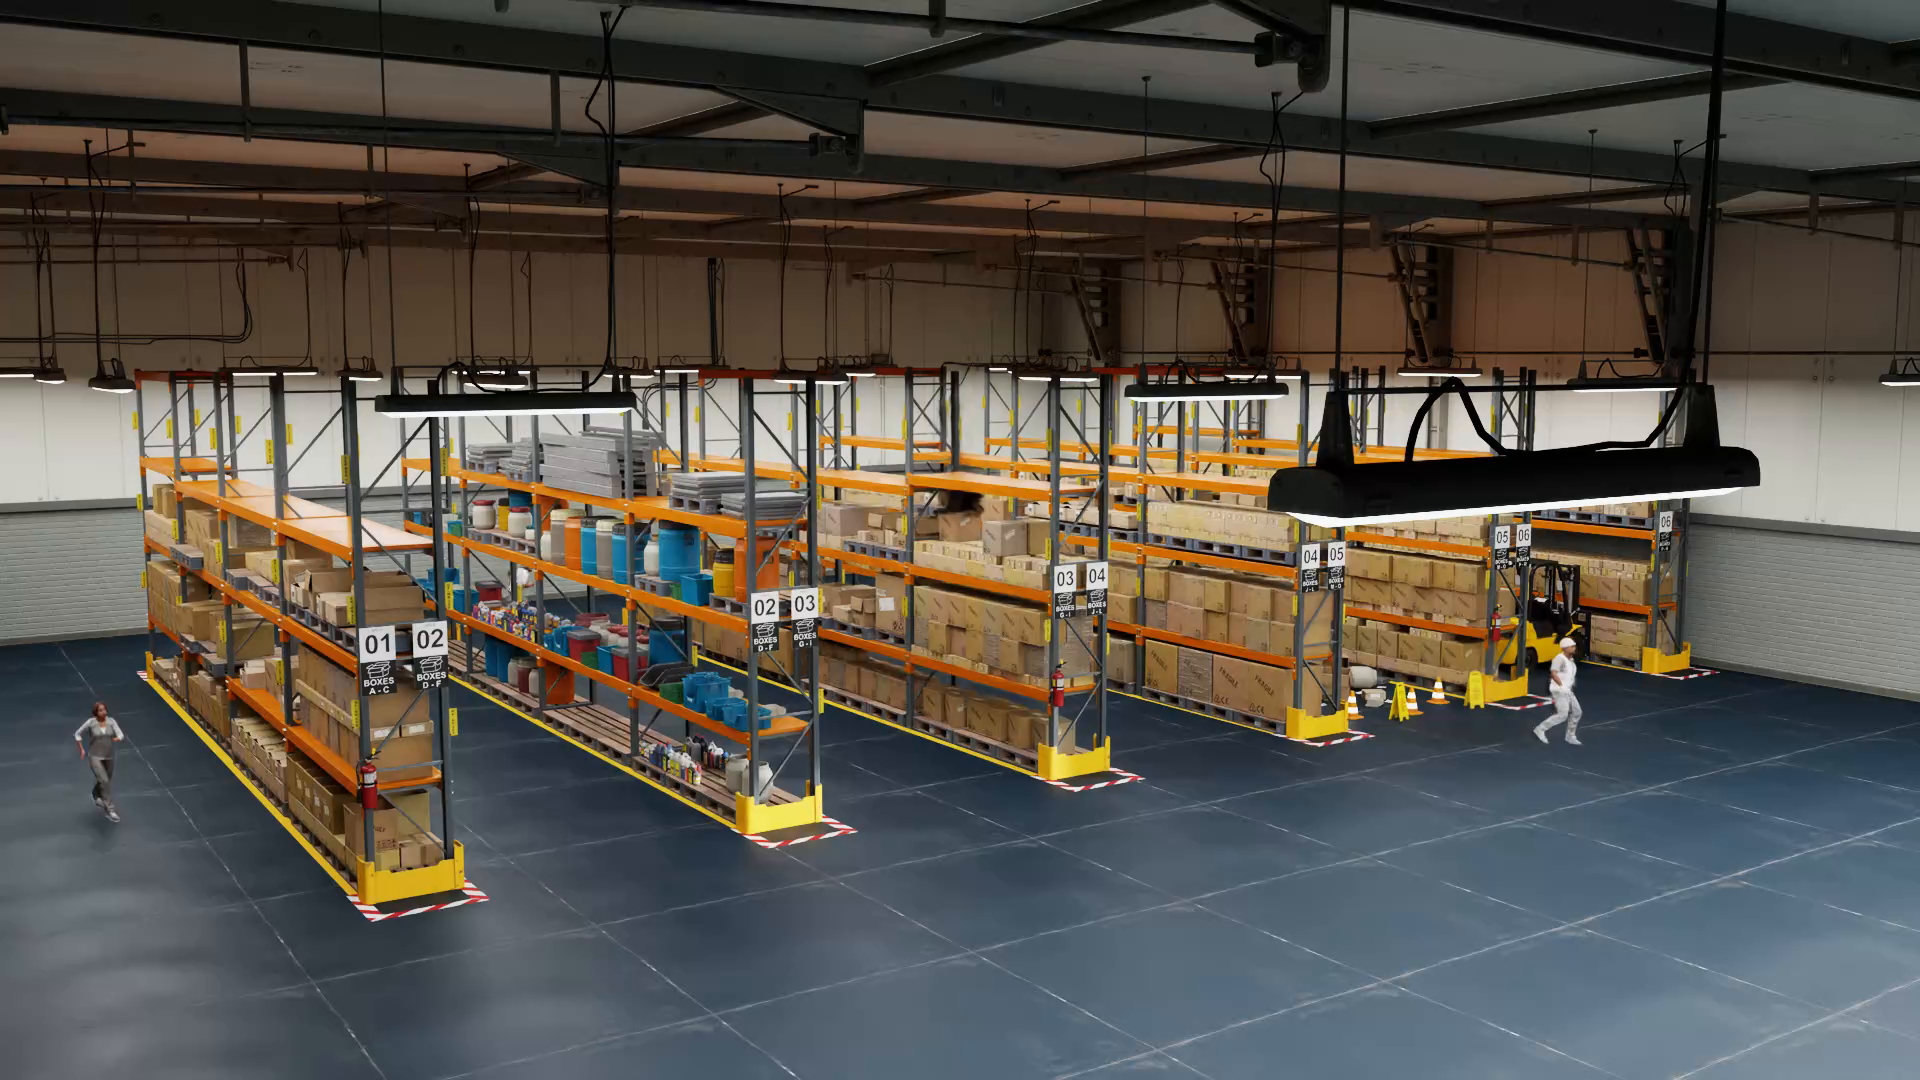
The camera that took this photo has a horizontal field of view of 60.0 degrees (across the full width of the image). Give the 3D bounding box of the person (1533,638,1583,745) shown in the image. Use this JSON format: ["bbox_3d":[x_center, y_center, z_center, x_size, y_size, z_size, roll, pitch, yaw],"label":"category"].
[{"bbox_3d":[9.703,2.460,26.852,0.707,1.777,0.892,4,7,29],"label":"person"}]

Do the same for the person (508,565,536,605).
[{"bbox_3d":[-10.200,1.280,38.157,0.957,1.584,0.612,-3,7,-26],"label":"person"}]

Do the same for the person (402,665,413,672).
[{"bbox_3d":[-10.032,2.113,29.680,0.657,1.771,0.863,-6,9,-44],"label":"person"}]

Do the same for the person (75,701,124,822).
[{"bbox_3d":[-11.655,2.968,22.575,0.883,1.597,0.529,5,8,40],"label":"person"}]
